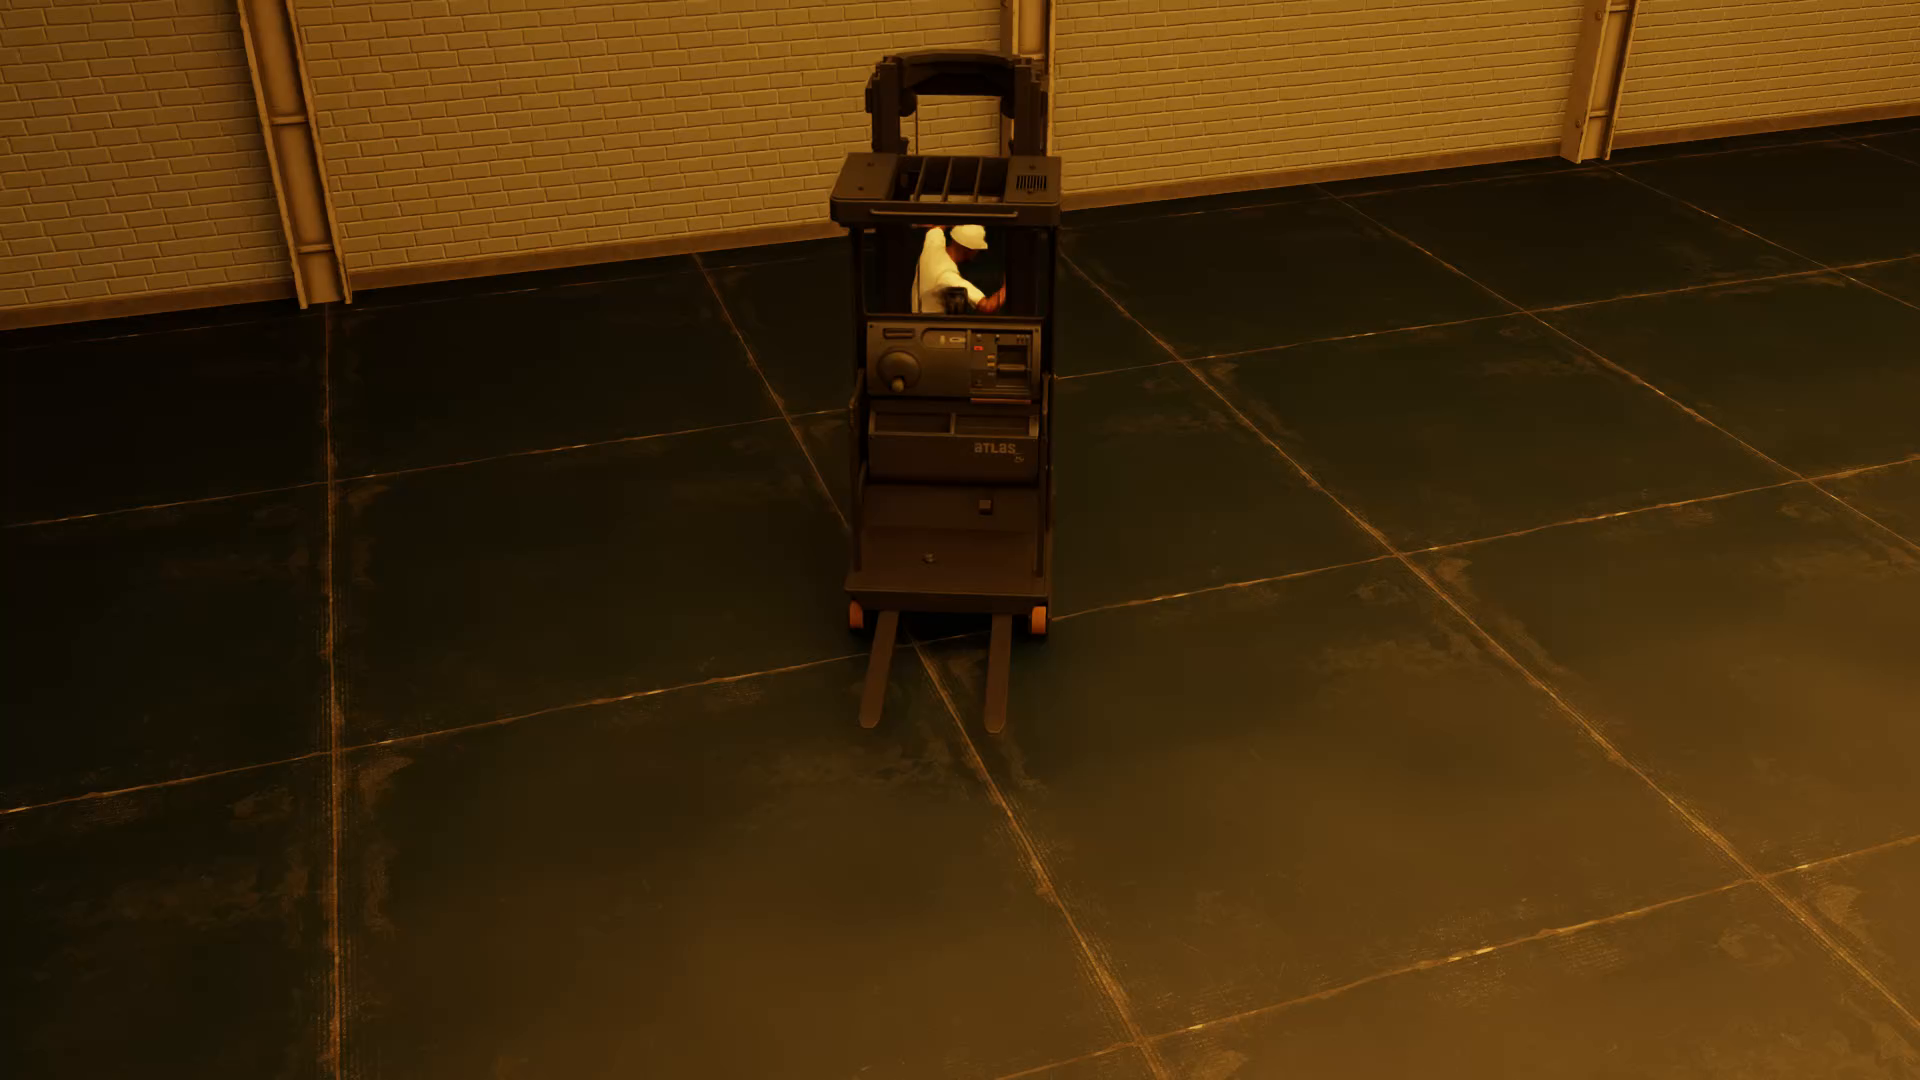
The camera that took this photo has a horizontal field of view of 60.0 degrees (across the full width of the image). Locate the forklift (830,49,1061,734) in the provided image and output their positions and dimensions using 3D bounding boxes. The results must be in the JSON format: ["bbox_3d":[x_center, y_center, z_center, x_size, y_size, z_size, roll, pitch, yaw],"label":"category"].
[{"bbox_3d":[-0.046,-0.917,8.681,1.130,2.935,3.031,2,30,3],"label":"forklift"}]

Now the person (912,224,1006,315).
[{"bbox_3d":[0.012,-1.486,11.153,0.792,1.456,1.536,-3,30,-6],"label":"person"}]
